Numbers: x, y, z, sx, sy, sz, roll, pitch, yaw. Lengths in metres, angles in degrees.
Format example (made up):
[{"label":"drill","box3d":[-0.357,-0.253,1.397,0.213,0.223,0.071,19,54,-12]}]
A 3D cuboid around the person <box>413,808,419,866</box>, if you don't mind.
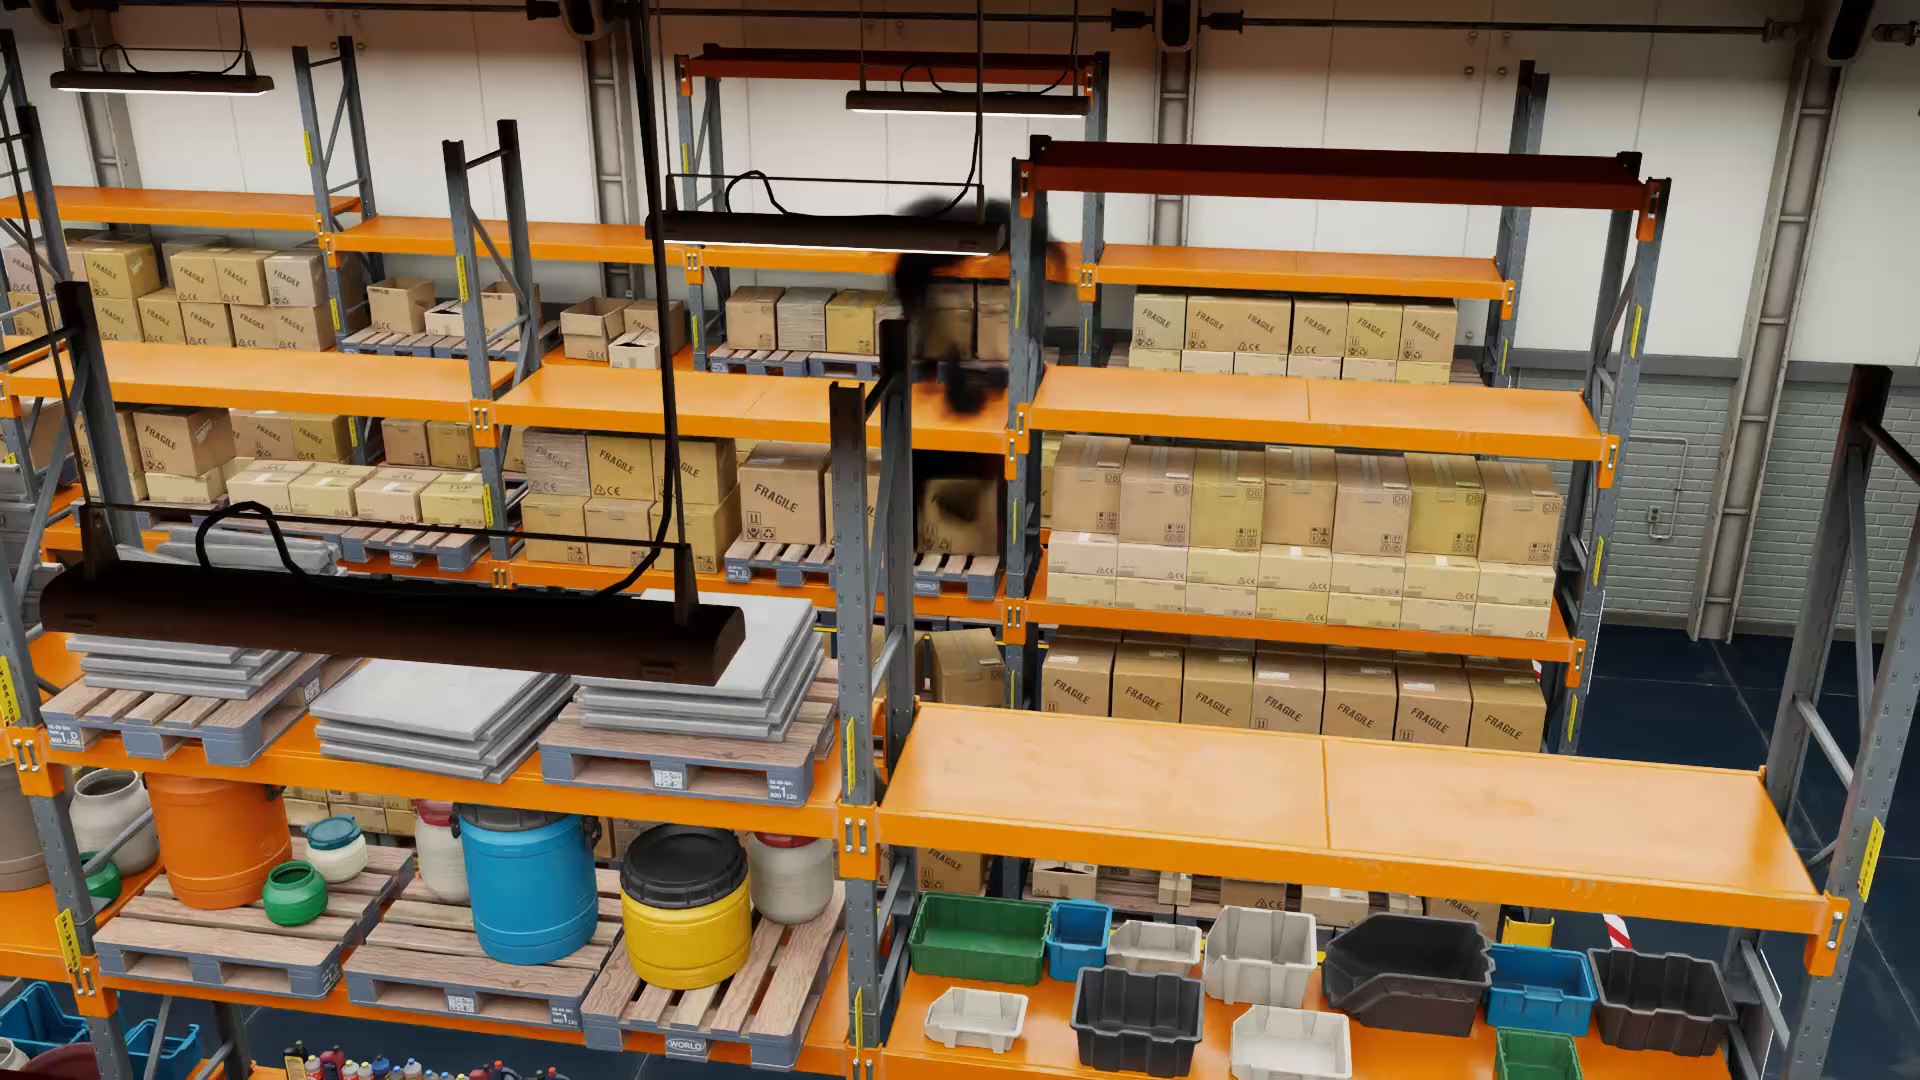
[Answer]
[{"label":"person","box3d":[-3.695,2.619,12.012,0.767,1.678,0.704,-1,23,-3]}]
